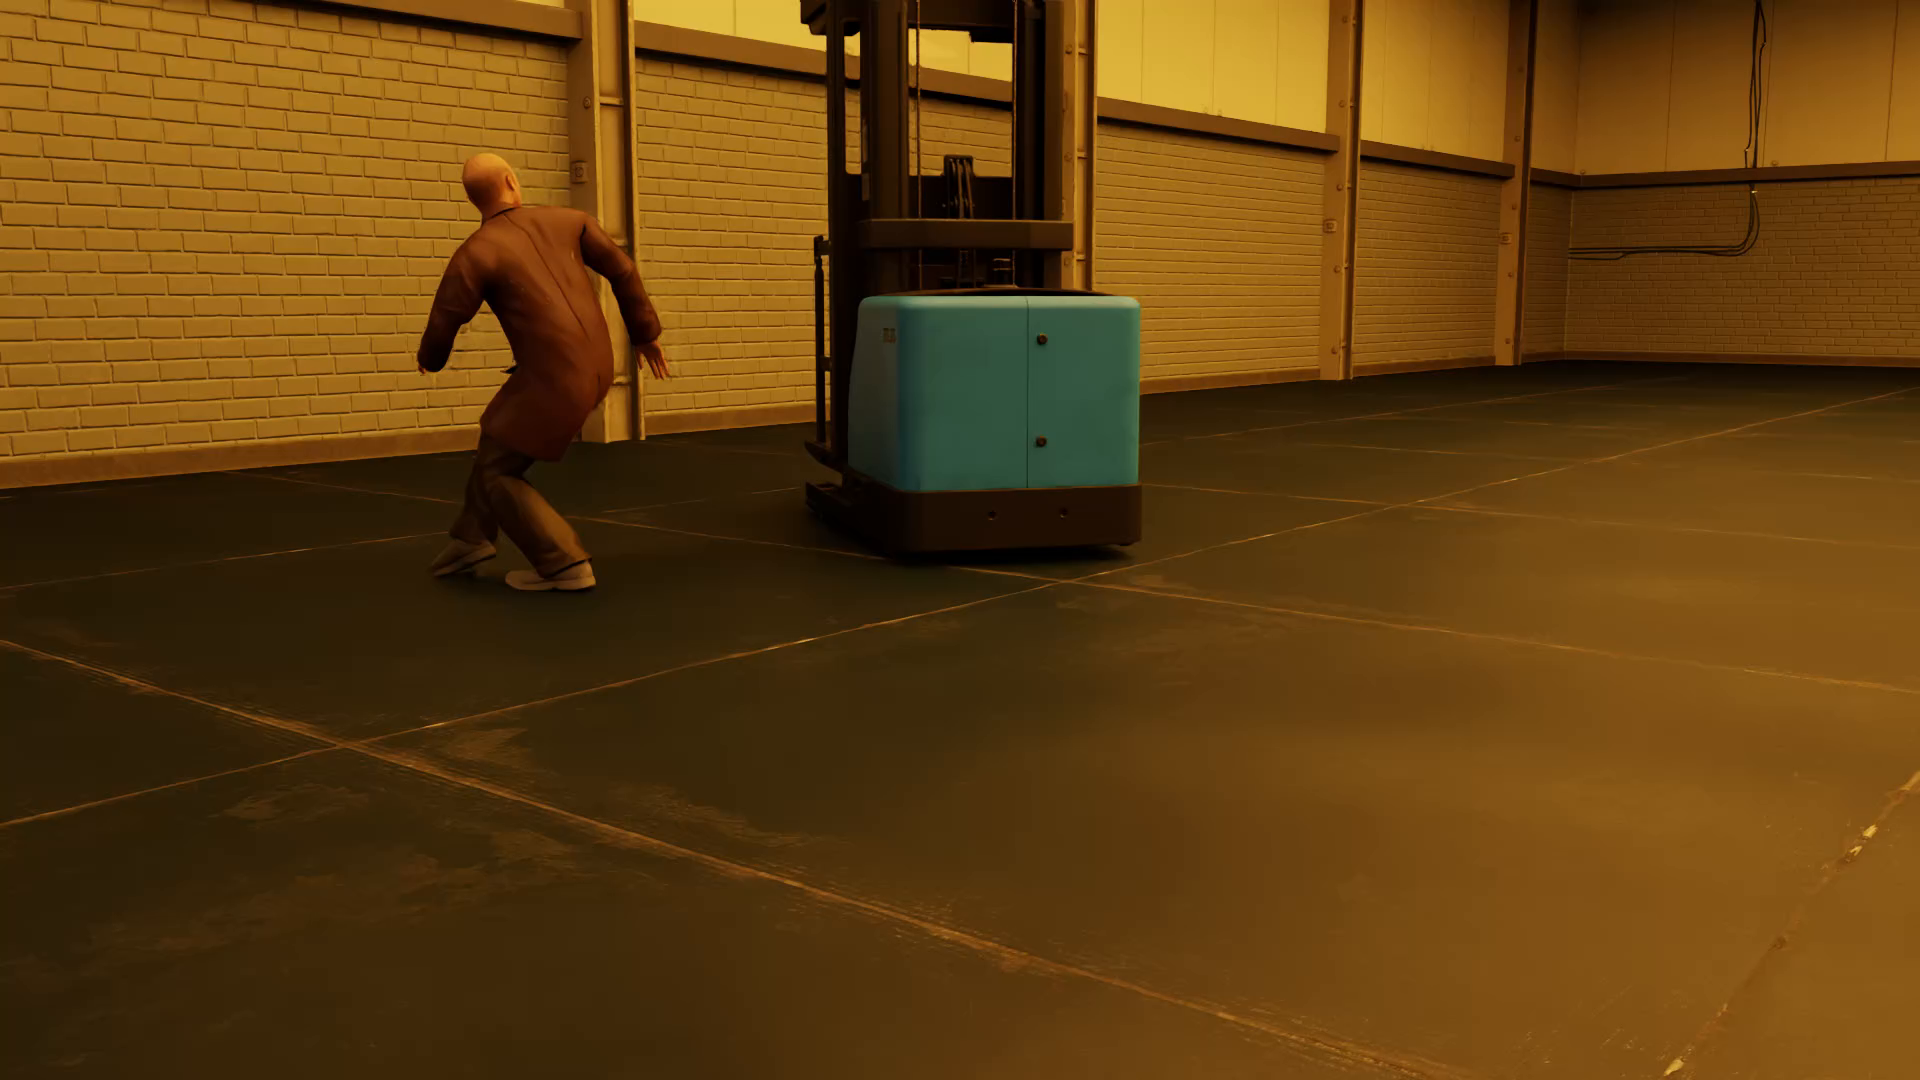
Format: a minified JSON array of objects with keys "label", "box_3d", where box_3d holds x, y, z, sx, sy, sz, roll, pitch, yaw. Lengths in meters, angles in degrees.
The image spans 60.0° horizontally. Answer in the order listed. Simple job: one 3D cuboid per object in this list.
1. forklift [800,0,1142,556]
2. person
[{"label":"forklift","box_3d":[-0.137,-1.559,7.938,1.130,2.935,3.031,-2,9,-16]},{"label":"person","box_3d":[-1.650,-0.630,6.276,0.829,1.606,0.804,4,9,28]}]
